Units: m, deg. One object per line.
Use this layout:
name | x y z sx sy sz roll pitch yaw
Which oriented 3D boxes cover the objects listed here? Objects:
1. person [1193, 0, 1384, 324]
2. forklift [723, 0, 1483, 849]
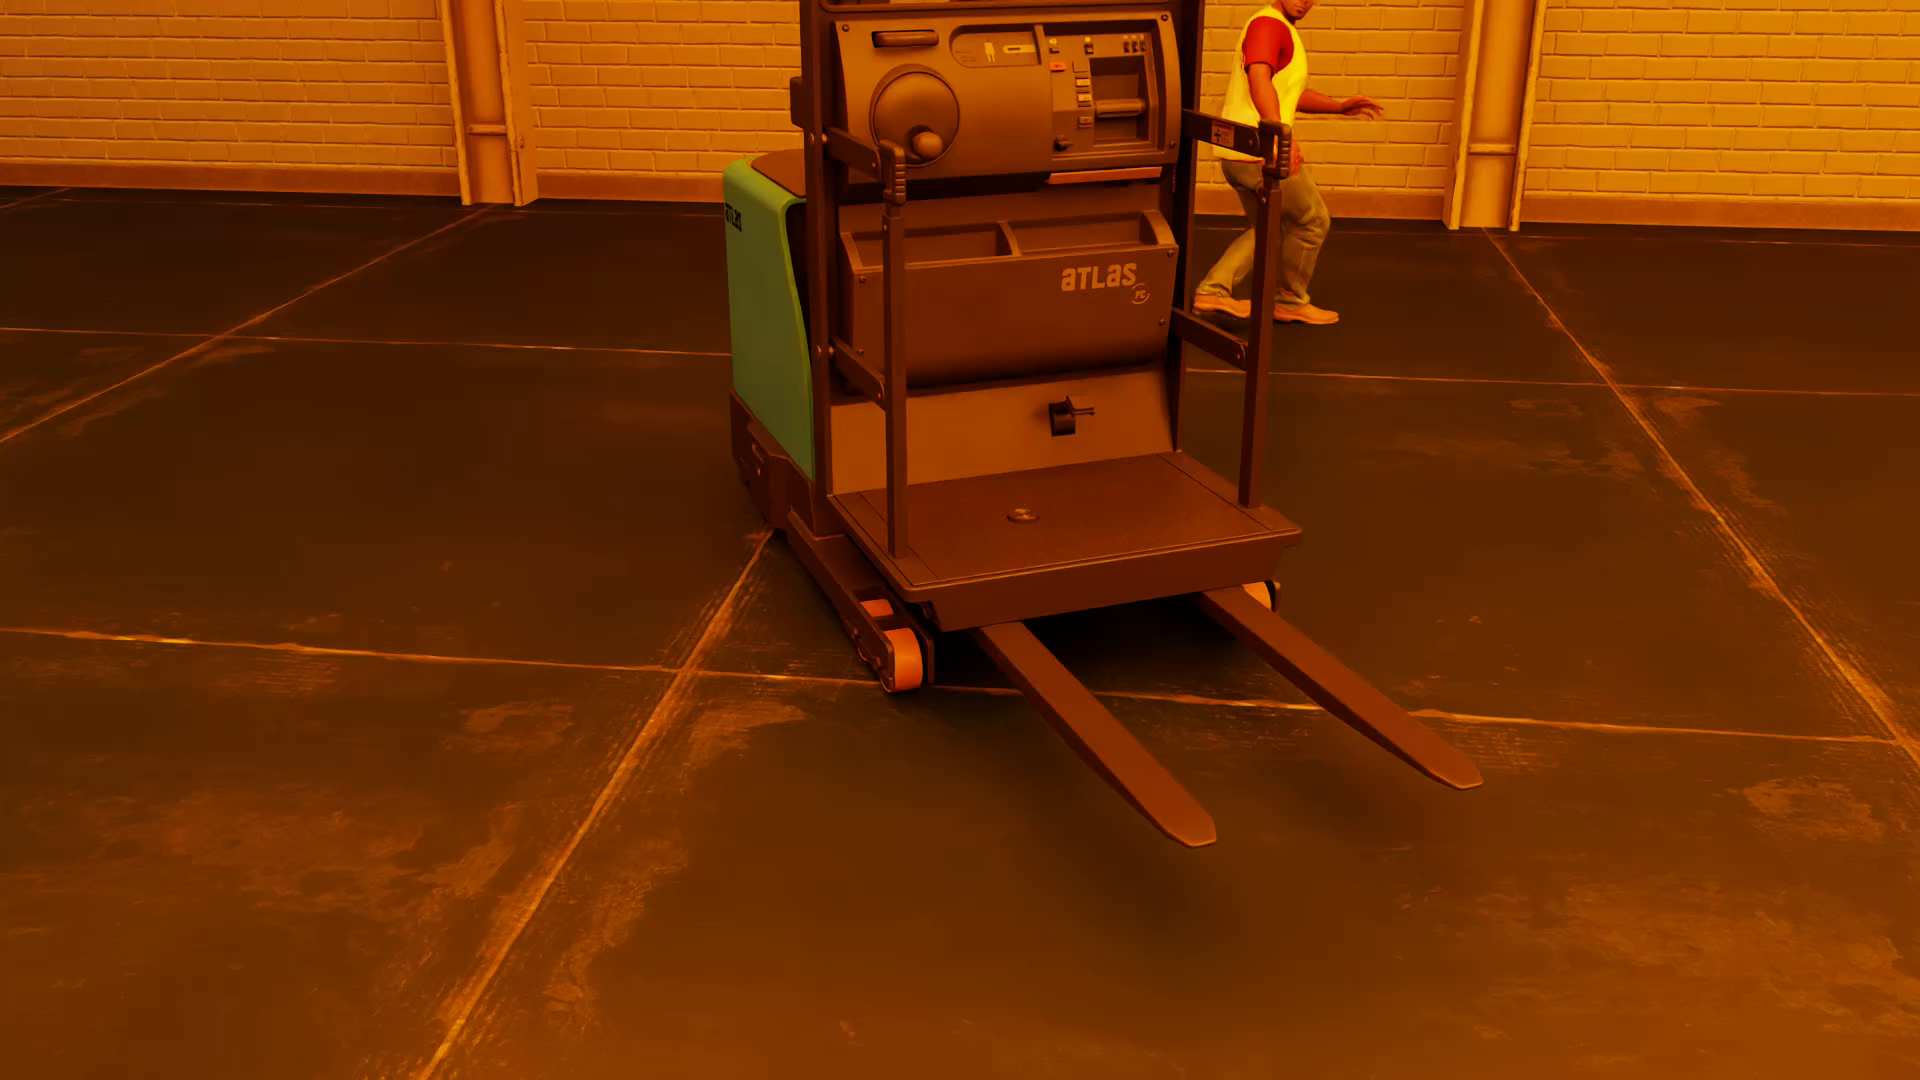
person | 1.480 -1.700 7.242 0.852 1.627 0.913 -2 22 -6
forklift | 0.215 -1.146 4.100 1.130 2.935 3.031 -8 23 -19
